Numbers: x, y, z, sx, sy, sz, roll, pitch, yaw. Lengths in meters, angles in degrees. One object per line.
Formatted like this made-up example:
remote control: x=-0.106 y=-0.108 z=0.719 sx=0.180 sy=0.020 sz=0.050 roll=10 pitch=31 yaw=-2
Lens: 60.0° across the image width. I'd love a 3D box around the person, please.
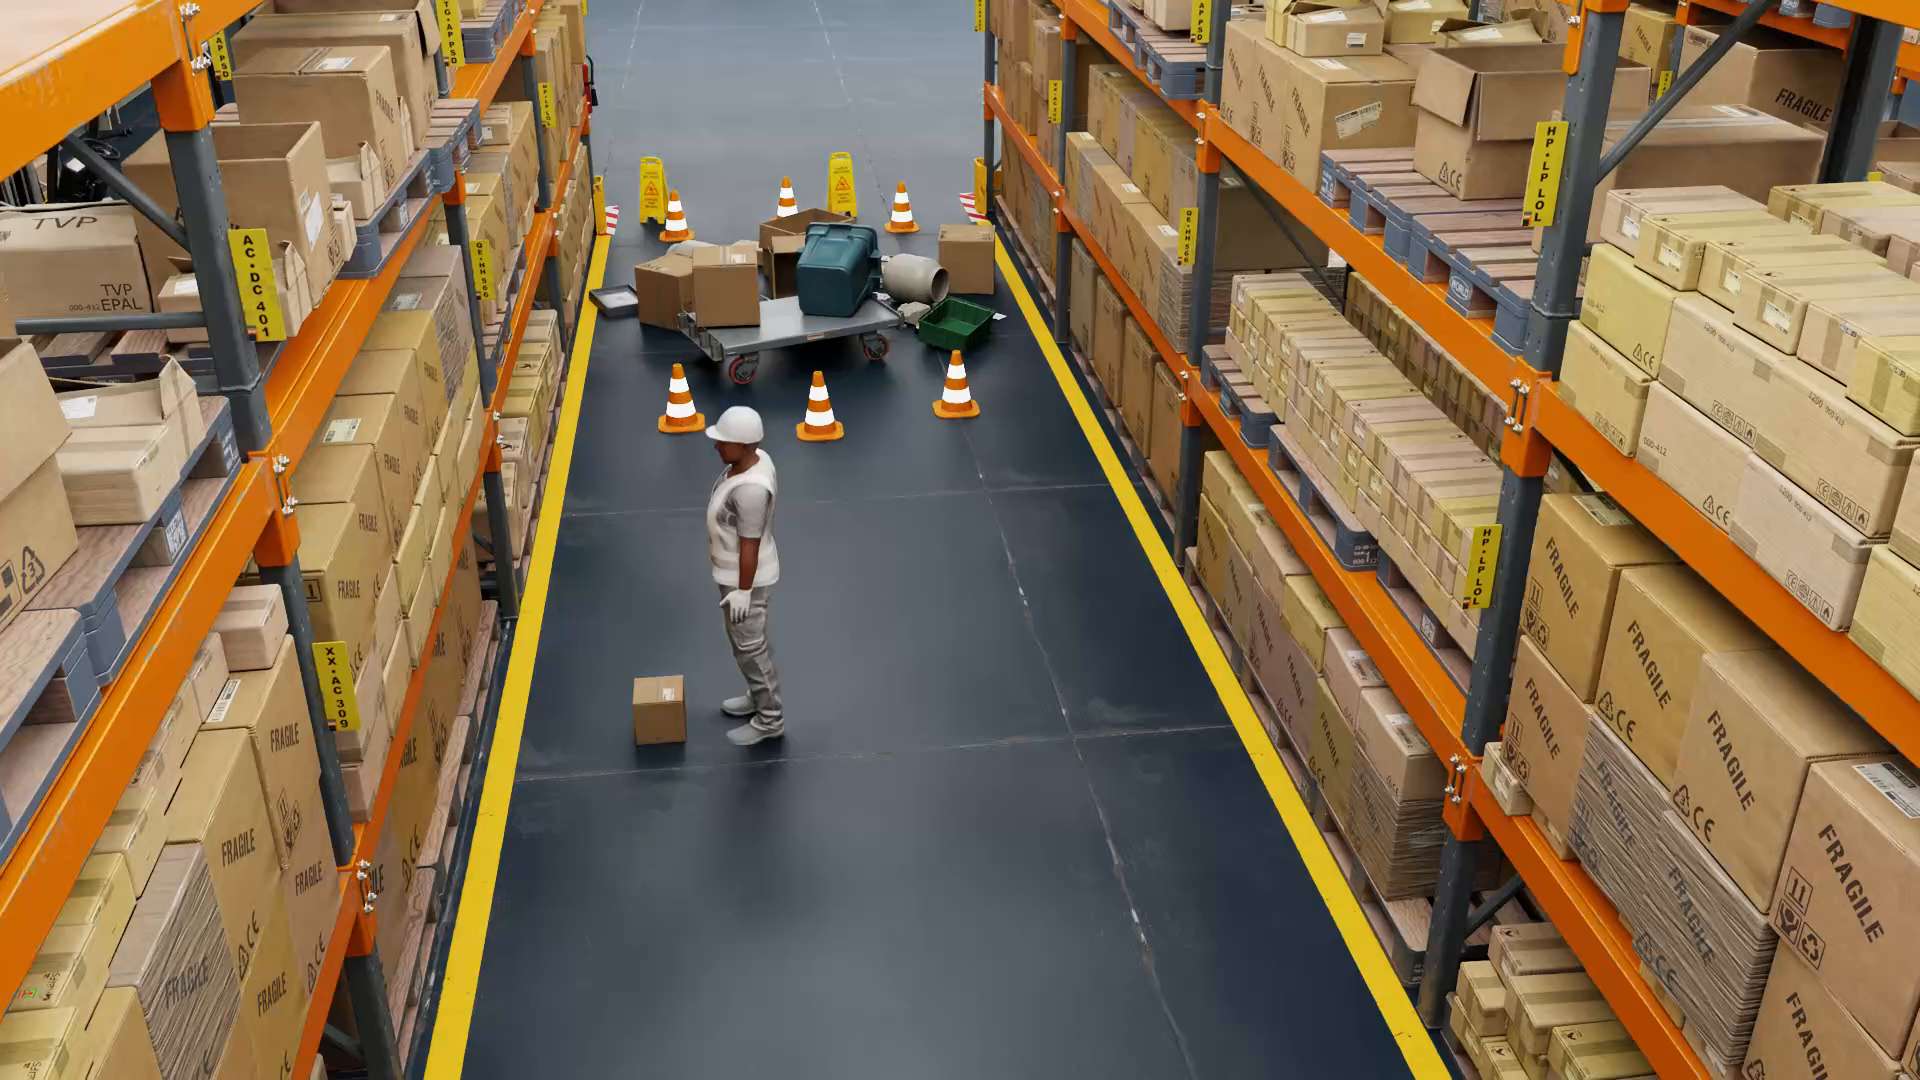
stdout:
person: x=-1.066 y=0.172 z=8.268 sx=0.361 sy=1.793 sz=0.546 roll=-3 pitch=27 yaw=-6
